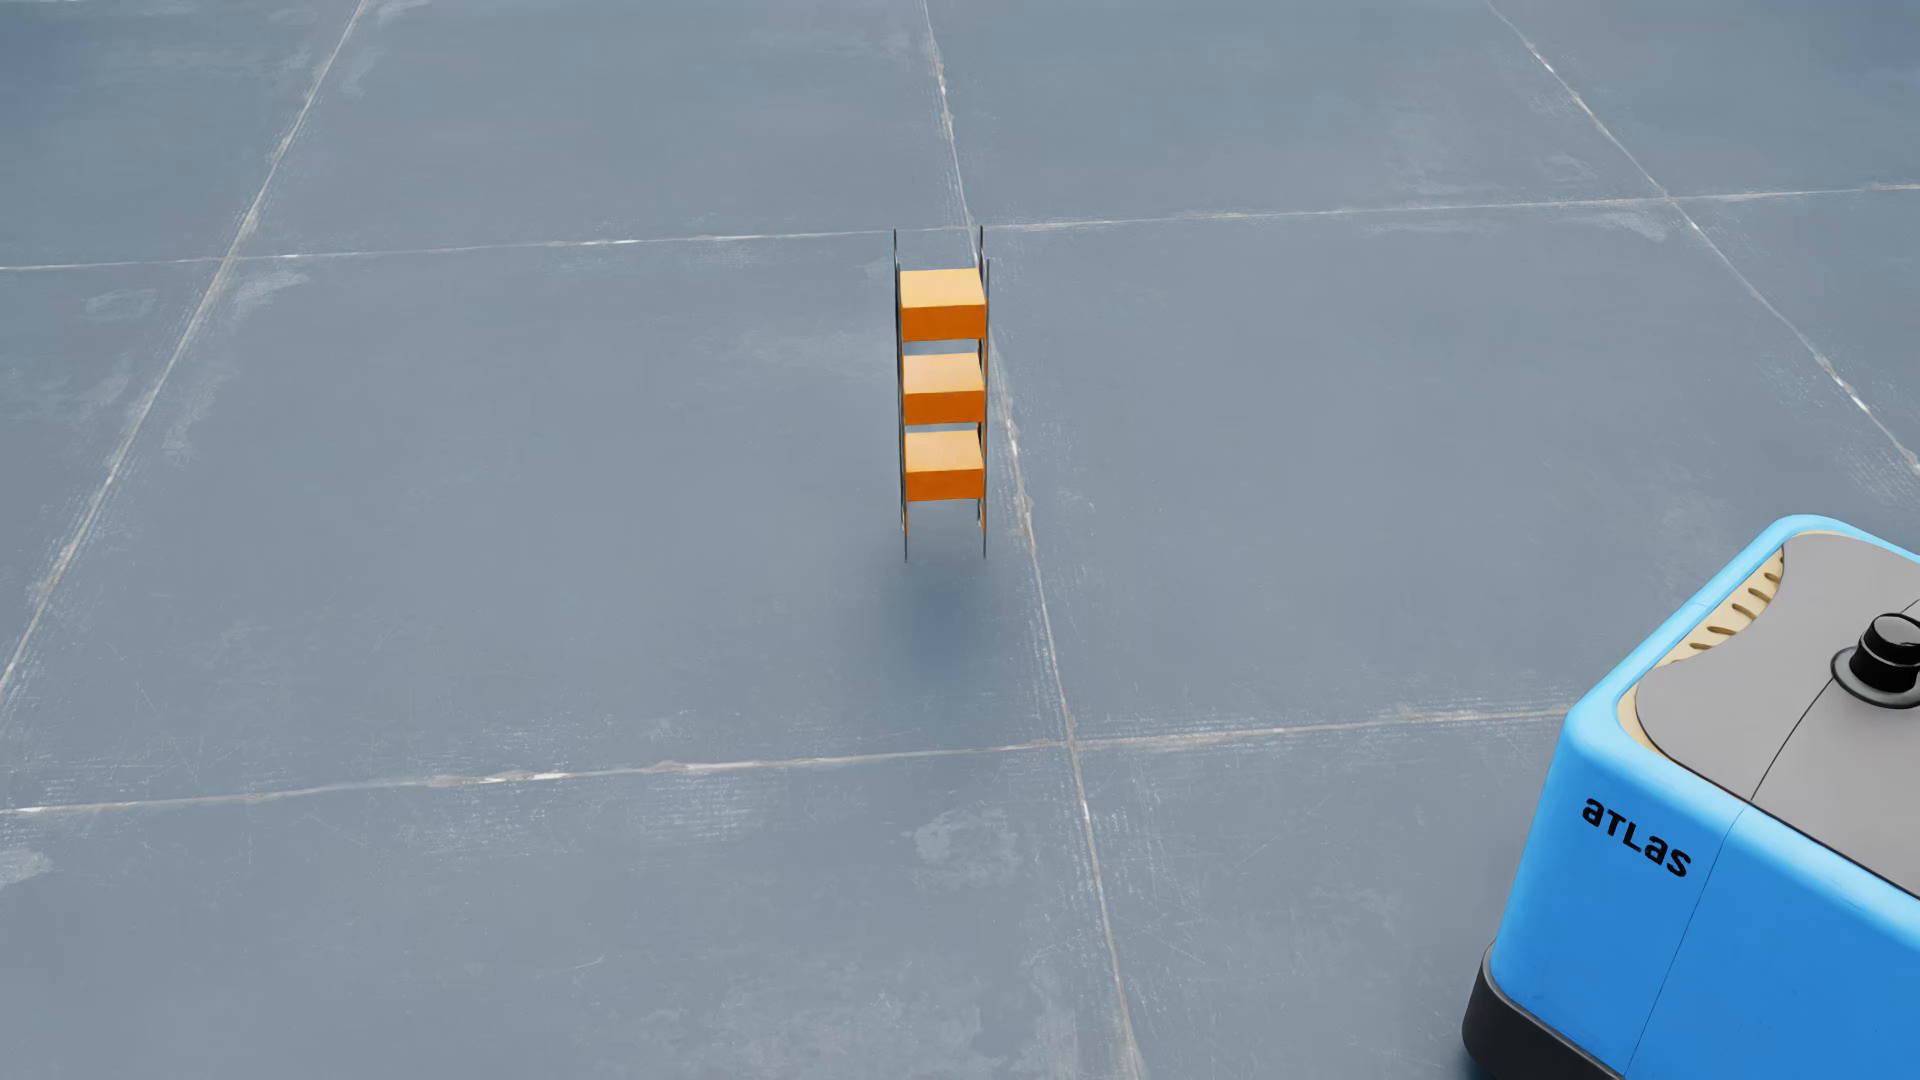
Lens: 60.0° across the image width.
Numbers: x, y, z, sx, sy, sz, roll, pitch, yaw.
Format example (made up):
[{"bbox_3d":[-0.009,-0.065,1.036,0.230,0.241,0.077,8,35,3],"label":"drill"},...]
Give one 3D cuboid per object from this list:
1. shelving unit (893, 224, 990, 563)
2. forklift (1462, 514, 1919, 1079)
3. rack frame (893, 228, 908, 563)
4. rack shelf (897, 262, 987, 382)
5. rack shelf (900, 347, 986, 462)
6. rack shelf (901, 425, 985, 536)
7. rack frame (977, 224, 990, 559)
[{"bbox_3d":[-0.053,-0.409,4.921,0.252,1.050,0.215,-3,38,-4],"label":"shelving unit"},{"bbox_3d":[2.504,0.478,2.278,1.130,2.935,3.031,-31,47,-33],"label":"forklift"},{"bbox_3d":[-0.175,-0.403,4.913,0.008,1.050,0.200,-3,38,-4],"label":"rack frame"},{"bbox_3d":[-0.053,-0.624,4.752,0.240,0.259,0.215,-3,38,-4],"label":"rack shelf"},{"bbox_3d":[-0.053,-0.401,4.928,0.240,0.259,0.215,-3,38,-4],"label":"rack shelf"},{"bbox_3d":[-0.053,-0.183,5.100,0.240,0.259,0.215,-3,38,-4],"label":"rack shelf"},{"bbox_3d":[0.068,-0.416,4.930,0.008,1.050,0.200,-3,38,-4],"label":"rack frame"}]
